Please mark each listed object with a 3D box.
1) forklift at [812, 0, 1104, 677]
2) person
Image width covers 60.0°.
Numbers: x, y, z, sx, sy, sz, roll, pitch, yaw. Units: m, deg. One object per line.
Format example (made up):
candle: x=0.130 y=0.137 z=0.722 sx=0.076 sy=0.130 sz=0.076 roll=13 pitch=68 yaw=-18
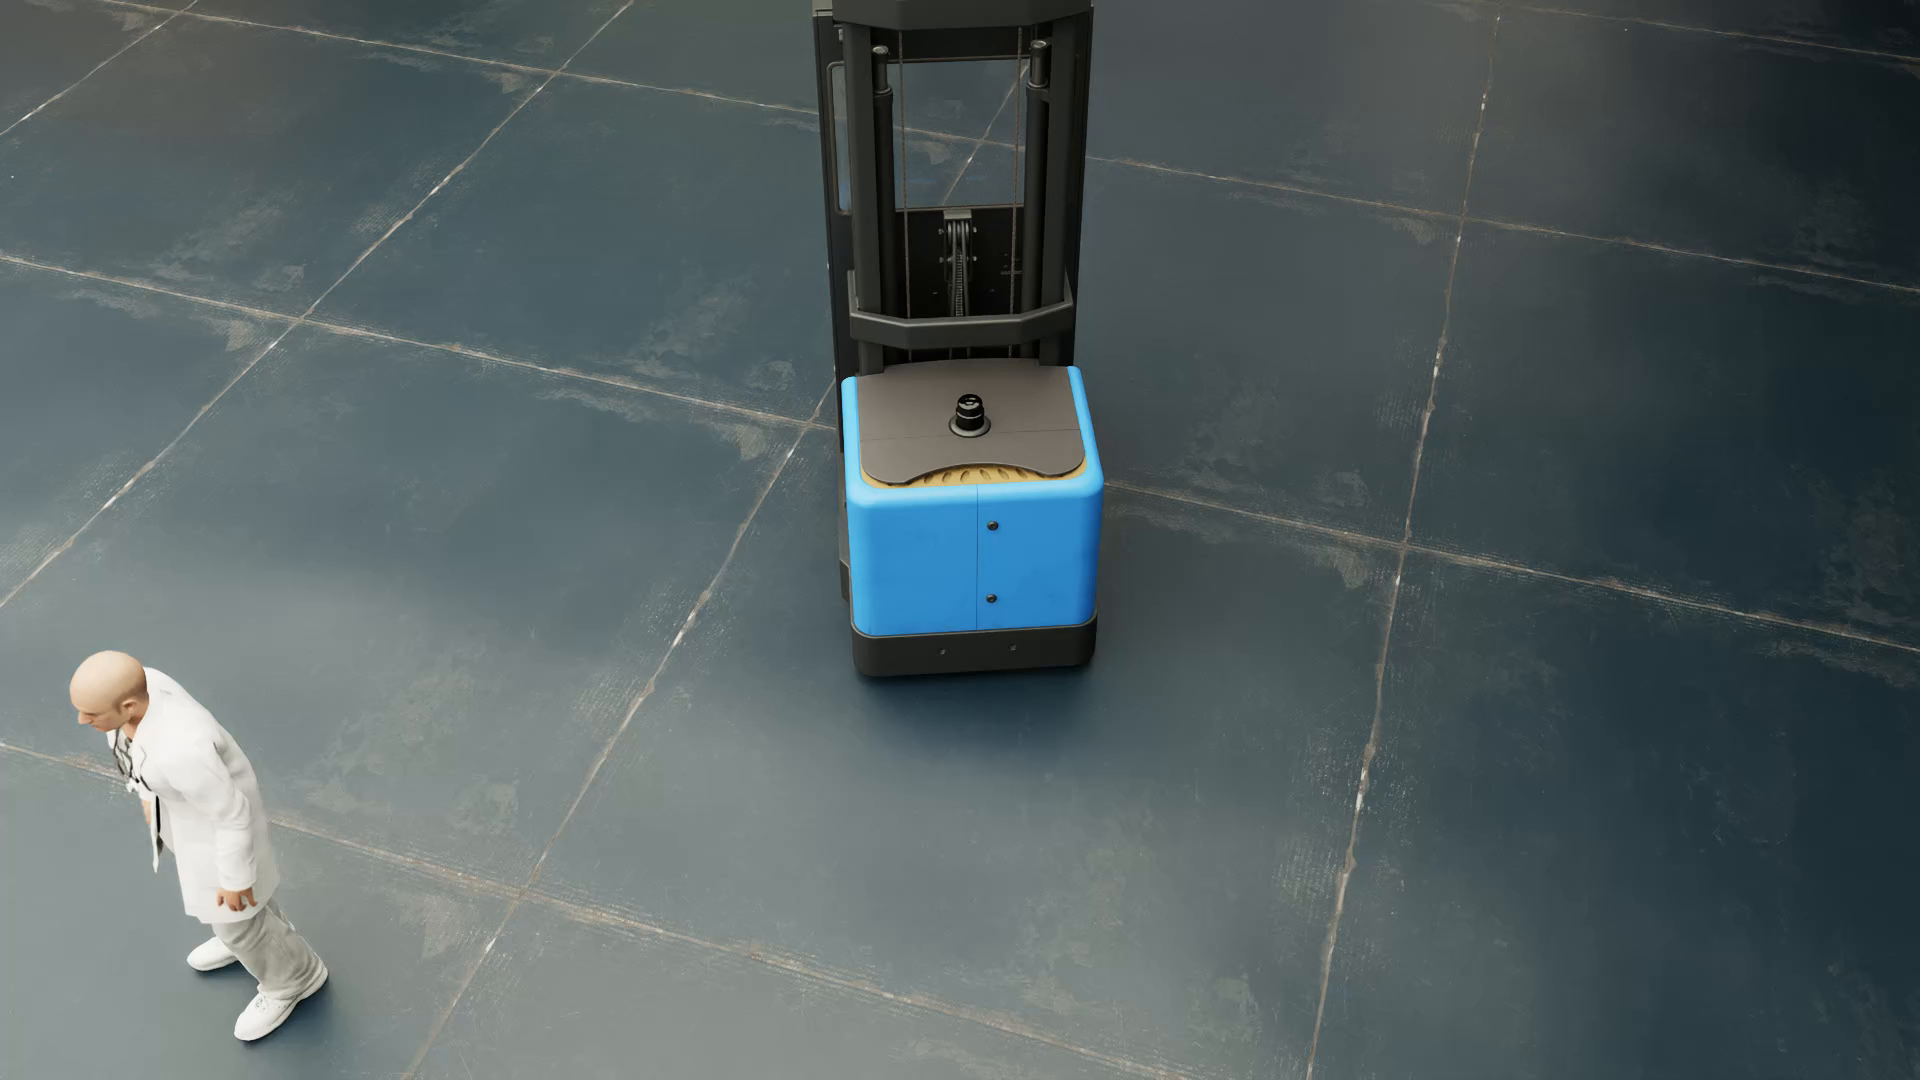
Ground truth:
forklift: x=-0.048 y=-1.486 z=7.287 sx=1.130 sy=2.935 sz=3.031 roll=-3 pitch=43 yaw=-3
person: x=-2.506 y=0.972 z=5.493 sx=0.431 sy=1.774 sz=0.653 roll=-34 pitch=53 yaw=-31
